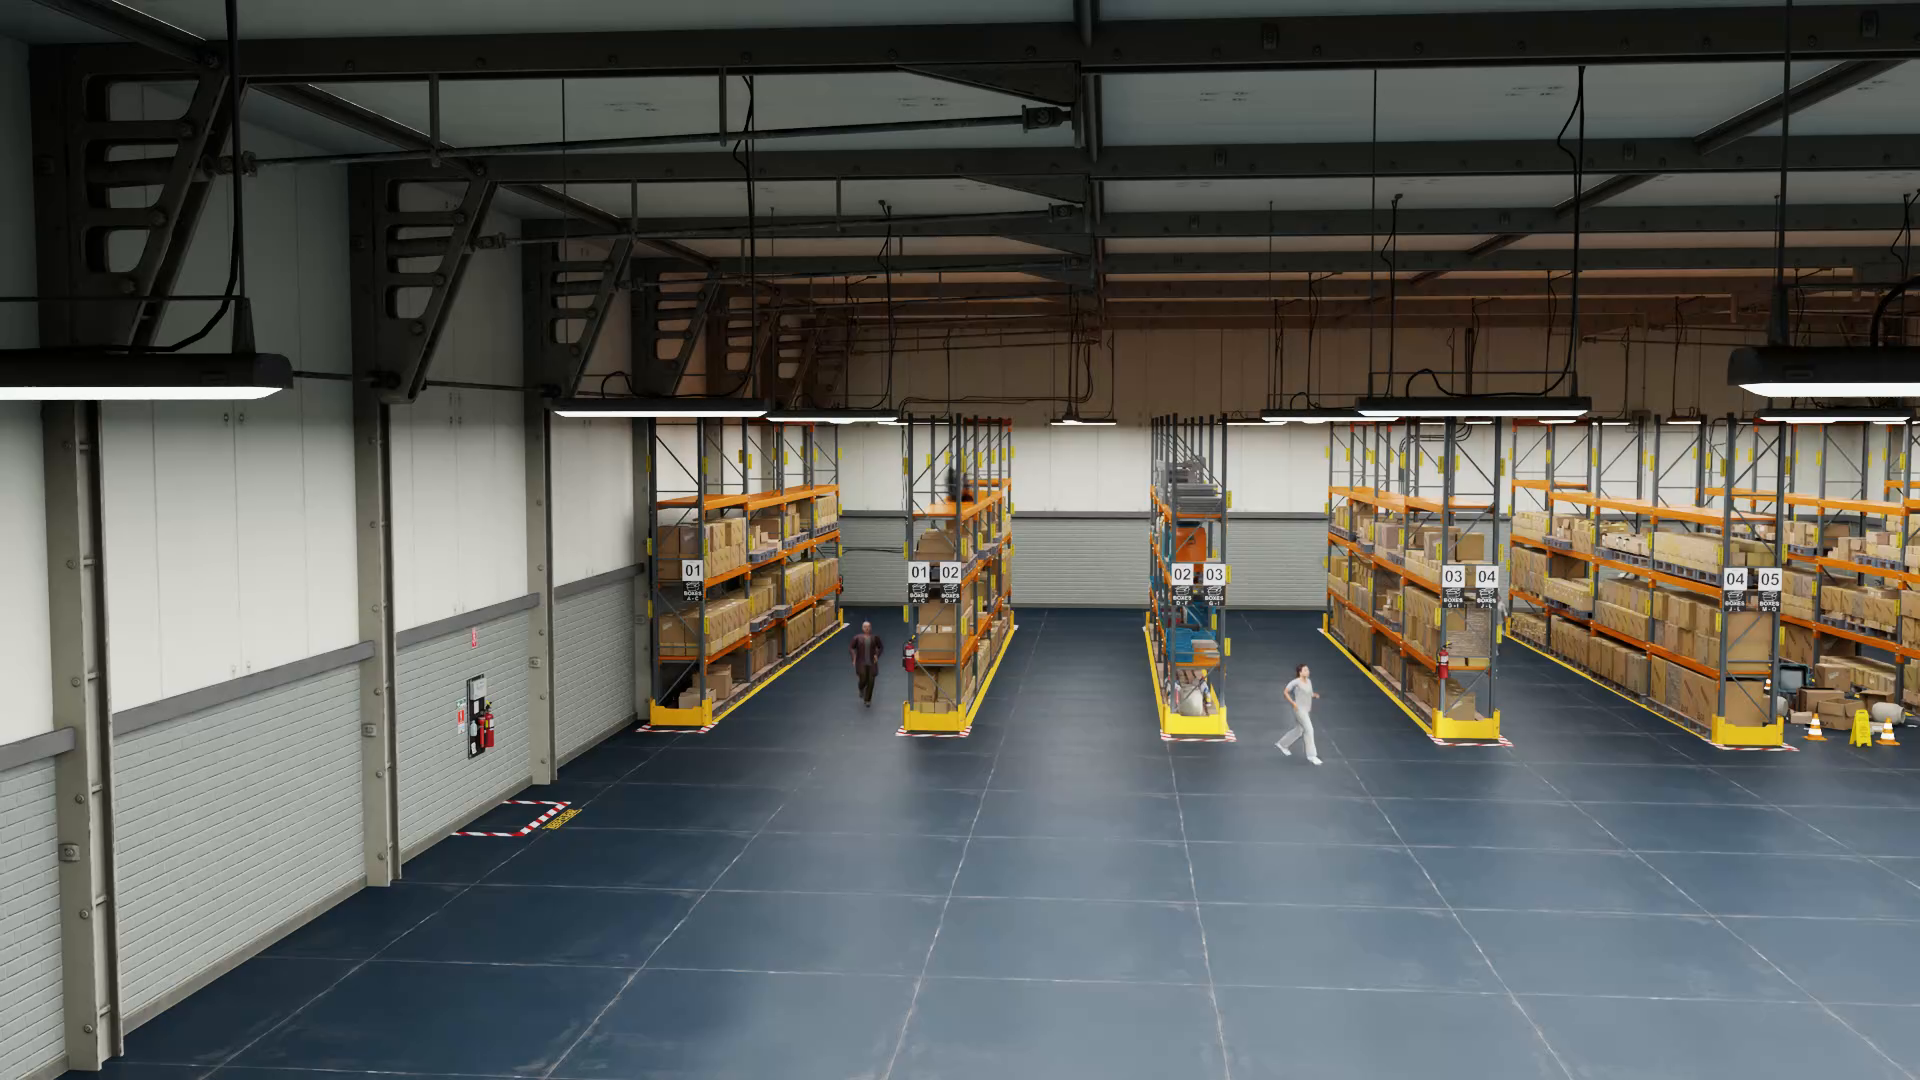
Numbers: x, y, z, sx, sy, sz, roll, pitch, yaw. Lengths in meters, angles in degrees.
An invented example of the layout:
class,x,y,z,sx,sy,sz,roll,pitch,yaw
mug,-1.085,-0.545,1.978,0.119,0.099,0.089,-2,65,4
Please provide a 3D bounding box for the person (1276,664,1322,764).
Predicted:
class,x,y,z,sx,sy,sz,roll,pitch,yaw
person,5.864,2.959,28.615,0.896,1.691,0.553,3,5,41

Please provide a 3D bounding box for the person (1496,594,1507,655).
class,x,y,z,sx,sy,sz,roll,pitch,yaw
person,13.597,2.118,42.196,0.540,1.563,0.562,1,4,9

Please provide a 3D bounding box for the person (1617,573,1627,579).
class,x,y,z,sx,sy,sz,roll,pitch,yaw
person,19.012,1.746,47.134,0.850,1.635,0.695,1,4,12

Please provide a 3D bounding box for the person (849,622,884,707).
class,x,y,z,sx,sy,sz,roll,pitch,yaw
person,-1.927,2.558,34.359,0.709,1.728,0.640,-1,4,-8
